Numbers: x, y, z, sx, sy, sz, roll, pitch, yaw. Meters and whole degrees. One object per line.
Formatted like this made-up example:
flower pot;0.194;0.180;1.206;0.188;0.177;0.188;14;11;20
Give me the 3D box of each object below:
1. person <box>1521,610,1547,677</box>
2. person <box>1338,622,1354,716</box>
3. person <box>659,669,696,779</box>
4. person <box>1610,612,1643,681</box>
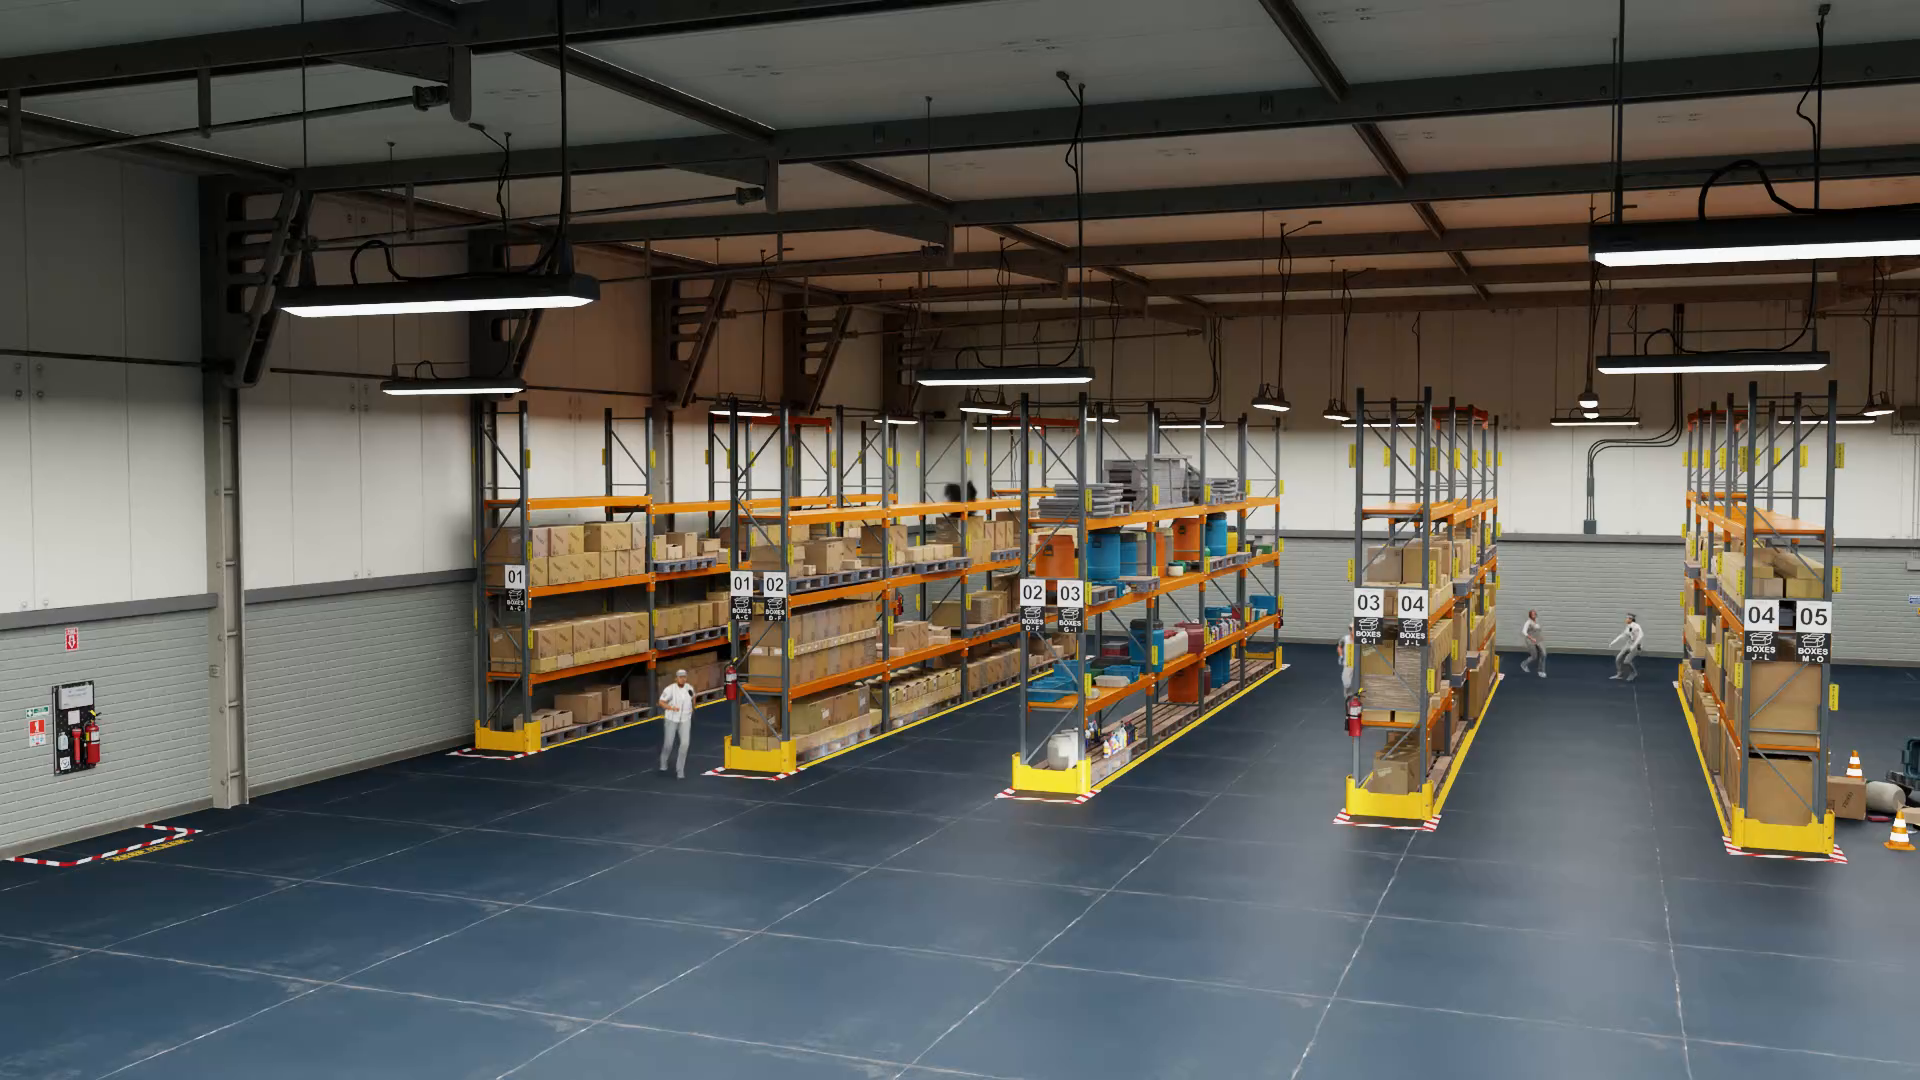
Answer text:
person;13.171;2.392;38.360;0.590;1.600;0.707;-2;3;-34
person;7.697;2.523;32.560;0.630;1.842;0.736;1;3;18
person;-4.460;2.903;26.375;0.636;1.699;0.796;-1;3;-22
person;15.069;2.407;37.480;0.465;1.564;0.839;-1;3;-15
